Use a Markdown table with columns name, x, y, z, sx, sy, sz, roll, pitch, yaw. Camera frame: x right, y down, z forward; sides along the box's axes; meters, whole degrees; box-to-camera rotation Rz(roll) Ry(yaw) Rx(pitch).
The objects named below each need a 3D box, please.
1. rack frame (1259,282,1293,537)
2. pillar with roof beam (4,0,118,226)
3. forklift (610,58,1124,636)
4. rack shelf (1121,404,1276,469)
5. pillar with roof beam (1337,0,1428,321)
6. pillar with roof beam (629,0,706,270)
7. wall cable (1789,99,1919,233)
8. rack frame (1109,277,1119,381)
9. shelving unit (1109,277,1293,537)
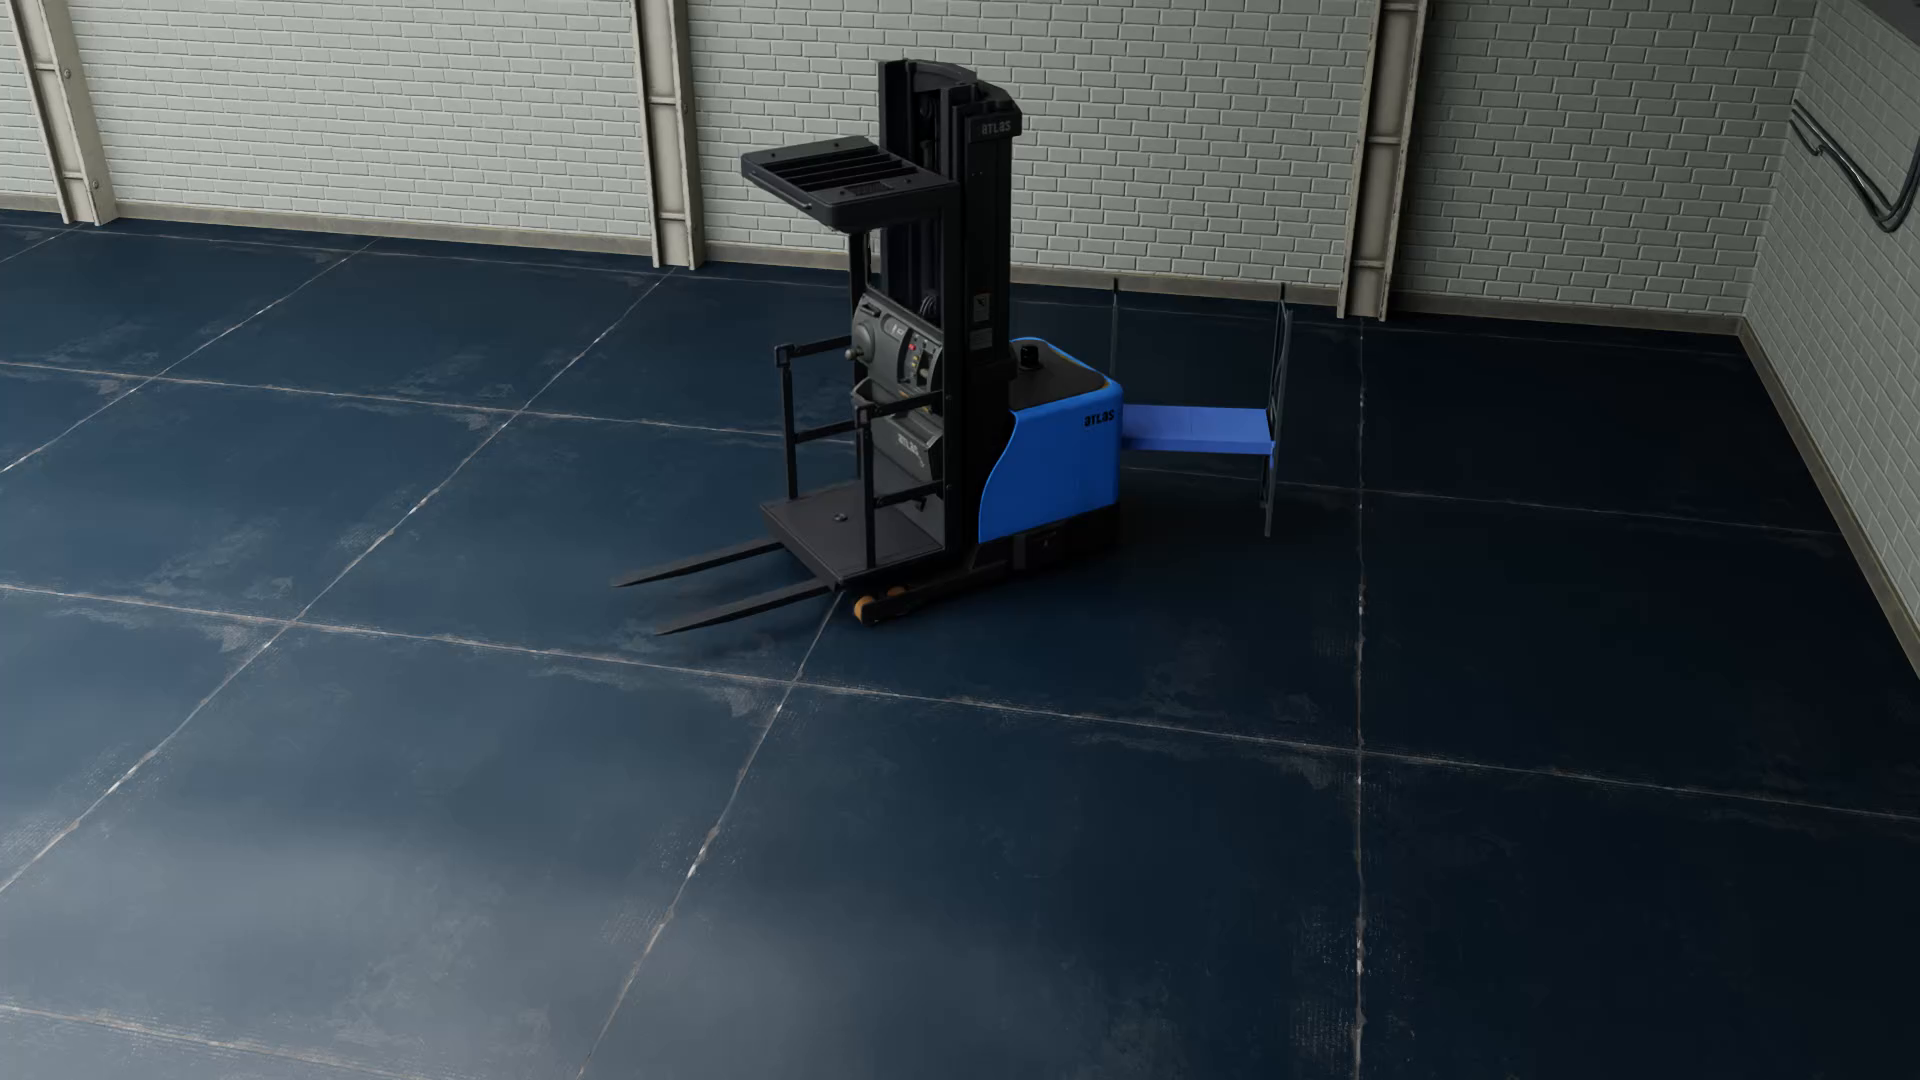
| name | x | y | z | sx | sy | sz | roll | pitch | yaw |
| --- | --- | --- | --- | --- | --- | --- | --- | --- | --- |
| rack frame | 1.955 | -0.799 | 10.310 | 0.032 | 1.500 | 0.500 | 2 | 29 | 4 |
| pillar with roof beam | -9.285 | -5.022 | 10.214 | 0.400 | 9.000 | 9.100 | 6 | 29 | 11 |
| forklift | -0.538 | -1.089 | 9.349 | 3.031 | 2.935 | 1.130 | -16 | 33 | -27 |
| rack shelf | 1.448 | -0.663 | 10.435 | 1.000 | 0.185 | 0.538 | 2 | 29 | 4 |
| pillar with roof beam | 2.450 | -3.819 | 8.016 | 0.400 | 9.000 | 9.100 | 6 | 29 | 11 |
| pillar with roof beam | -3.418 | -4.420 | 9.115 | 0.400 | 9.000 | 9.100 | 6 | 29 | 11 |
| wall cable | 5.954 | -3.562 | 10.781 | 0.112 | 2.526 | 3.097 | 6 | 29 | 11 |
| rack frame | 0.942 | -0.842 | 10.388 | 0.032 | 1.500 | 0.500 | 2 | 29 | 4 |
| shelving unit | 1.448 | -0.820 | 10.349 | 1.048 | 1.500 | 0.538 | 2 | 29 | 4 |
